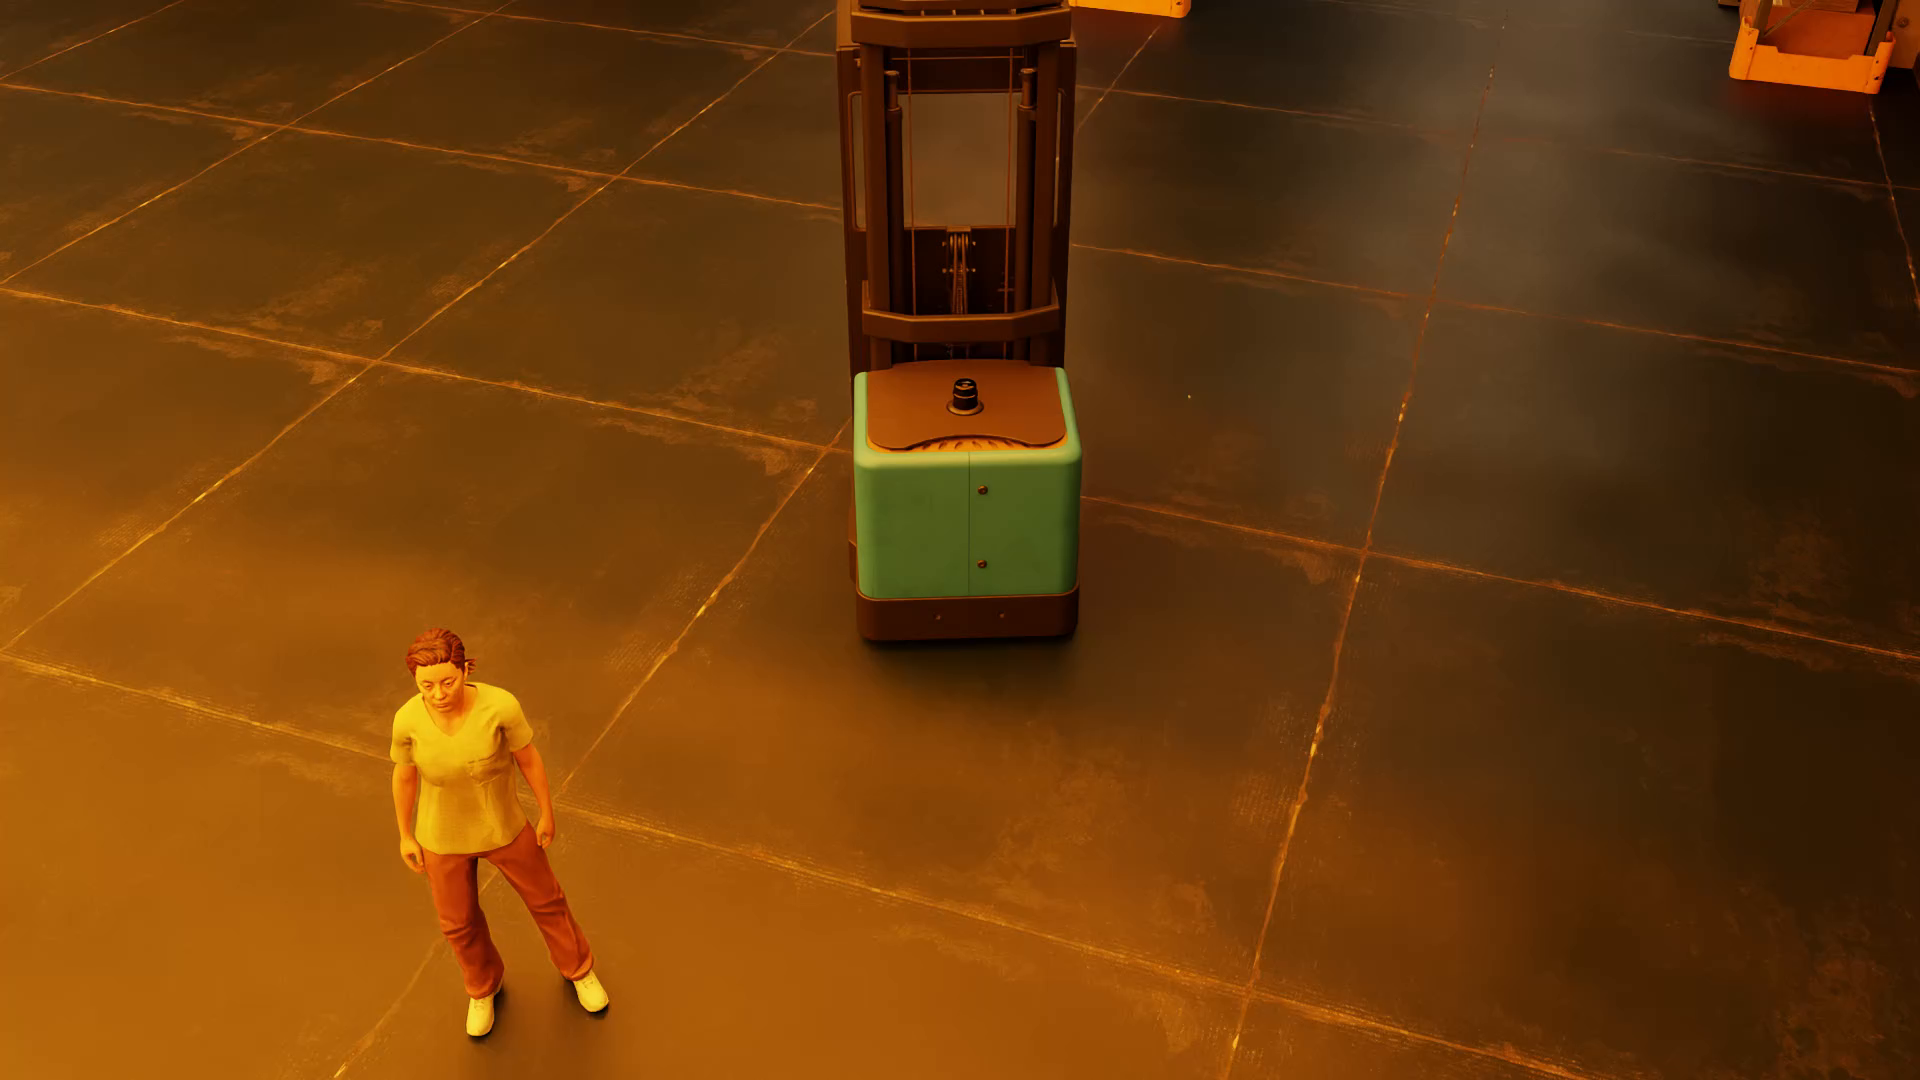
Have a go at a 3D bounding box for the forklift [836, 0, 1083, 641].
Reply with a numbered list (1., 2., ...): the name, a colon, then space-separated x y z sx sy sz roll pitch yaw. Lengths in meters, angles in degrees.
1. forklift: -0.029 -1.547 8.293 1.130 2.935 3.031 -2 35 -2

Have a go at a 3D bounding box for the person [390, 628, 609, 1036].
1. person: -1.637 1.007 5.778 0.597 1.674 0.405 -9 36 -12
